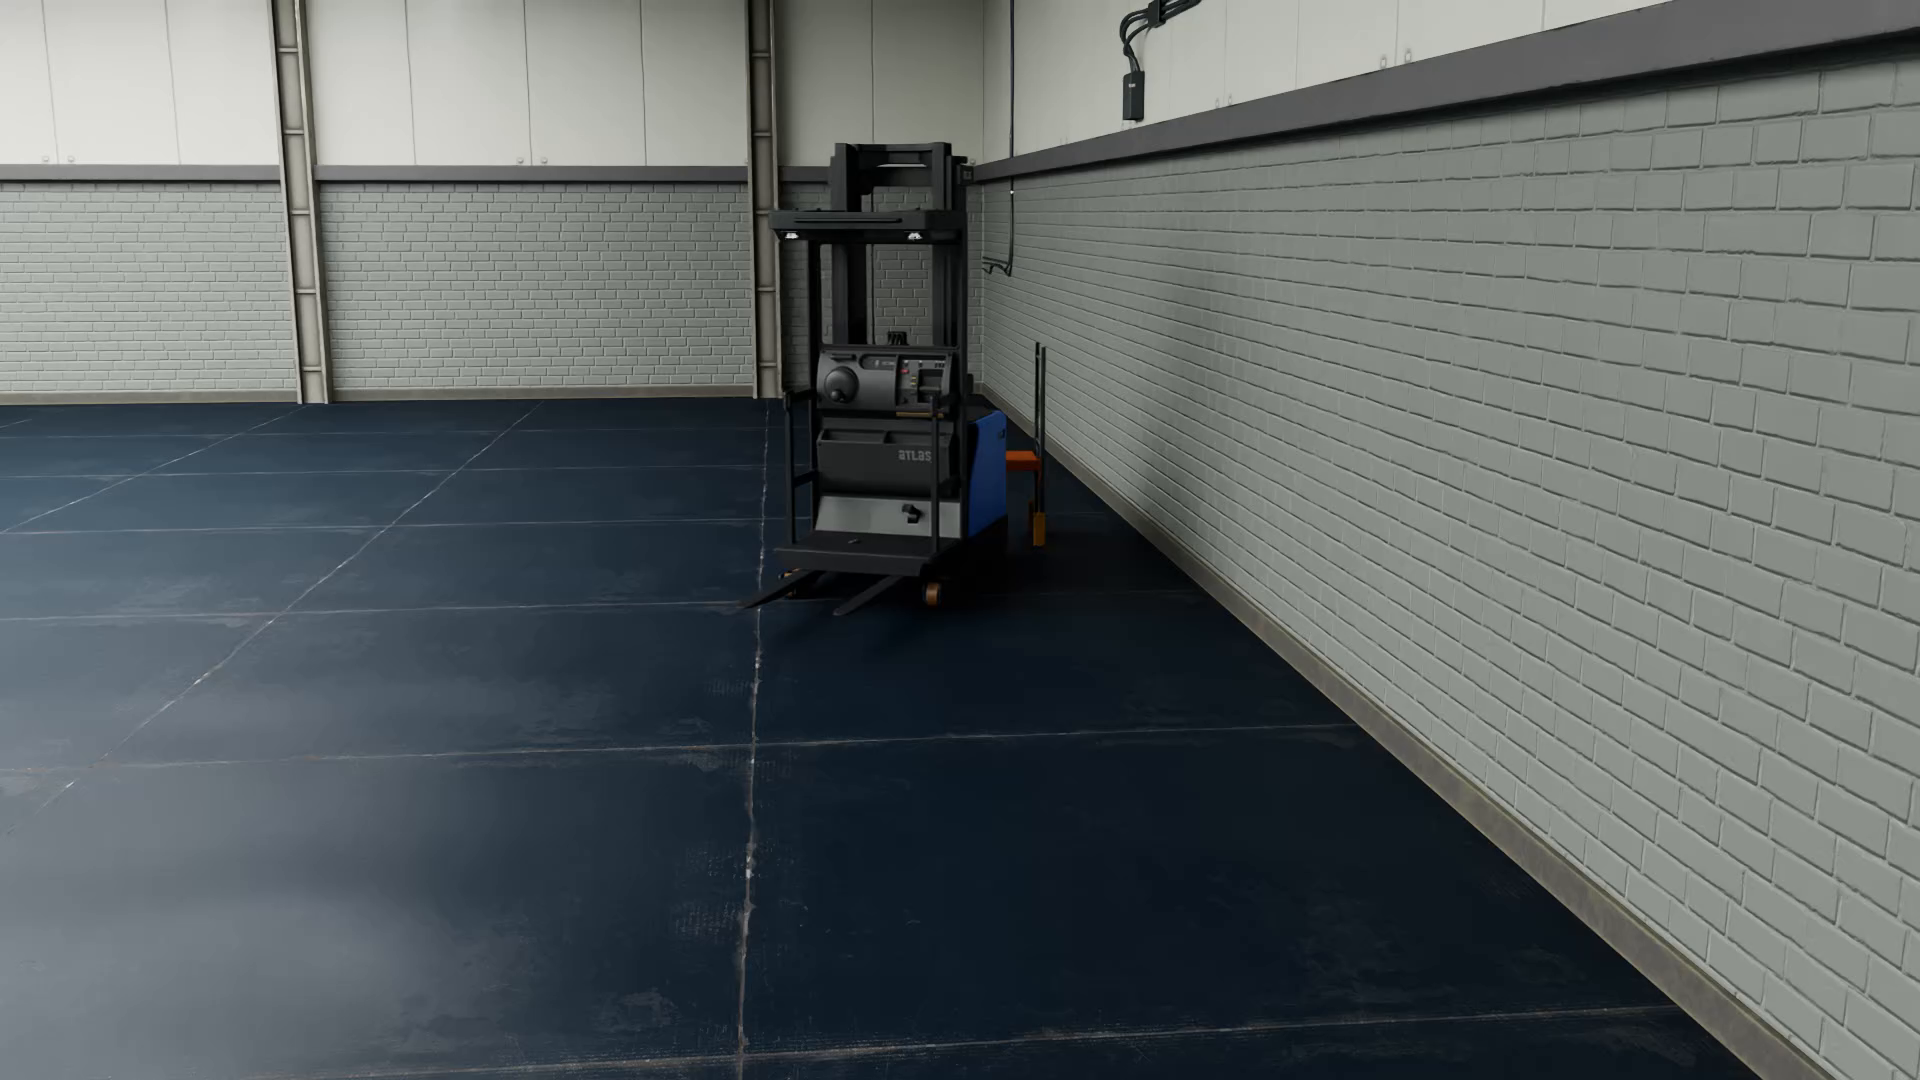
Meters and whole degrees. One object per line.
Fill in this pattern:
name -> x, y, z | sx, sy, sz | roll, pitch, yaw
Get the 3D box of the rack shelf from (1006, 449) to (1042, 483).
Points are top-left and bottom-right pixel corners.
rack shelf -> 0.104, -0.569, 12.805 | 1.000, 0.185, 0.538 | -1, 11, -3

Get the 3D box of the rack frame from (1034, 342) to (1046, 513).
rack frame -> 0.612, -0.750, 12.795 | 0.032, 1.500, 0.500 | -1, 11, -3

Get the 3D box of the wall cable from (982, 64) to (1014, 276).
wall cable -> 0.432, -4.664, 21.313 | 0.112, 2.526, 3.097 | -1, 11, -6

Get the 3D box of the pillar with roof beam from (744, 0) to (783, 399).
pillar with roof beam -> -2.174, -5.554, 17.792 | 0.400, 9.000, 9.100 | -1, 11, -6

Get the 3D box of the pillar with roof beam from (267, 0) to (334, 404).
pillar with roof beam -> -8.139, -5.429, 17.156 | 0.400, 9.000, 9.100 | -1, 11, -6

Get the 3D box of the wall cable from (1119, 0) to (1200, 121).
wall cable -> 1.442, -6.035, 11.423 | 0.169, 6.003, 2.305 | -1, 11, -6

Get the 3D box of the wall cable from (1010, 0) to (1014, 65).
wall cable -> 0.724, -6.623, 18.187 | 0.112, 2.526, 3.097 | -1, 11, -6

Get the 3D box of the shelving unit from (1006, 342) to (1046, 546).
shelving unit -> 0.095, -0.745, 12.770 | 1.083, 1.500, 0.587 | -1, 11, -3

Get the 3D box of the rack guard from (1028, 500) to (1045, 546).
rack guard -> 0.592, -0.137, 12.914 | 0.087, 0.250, 0.587 | -1, 11, -3

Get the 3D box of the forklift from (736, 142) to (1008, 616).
forklift -> -0.557, -1.088, 10.806 | 1.130, 2.935, 3.031 | 3, 12, 16
